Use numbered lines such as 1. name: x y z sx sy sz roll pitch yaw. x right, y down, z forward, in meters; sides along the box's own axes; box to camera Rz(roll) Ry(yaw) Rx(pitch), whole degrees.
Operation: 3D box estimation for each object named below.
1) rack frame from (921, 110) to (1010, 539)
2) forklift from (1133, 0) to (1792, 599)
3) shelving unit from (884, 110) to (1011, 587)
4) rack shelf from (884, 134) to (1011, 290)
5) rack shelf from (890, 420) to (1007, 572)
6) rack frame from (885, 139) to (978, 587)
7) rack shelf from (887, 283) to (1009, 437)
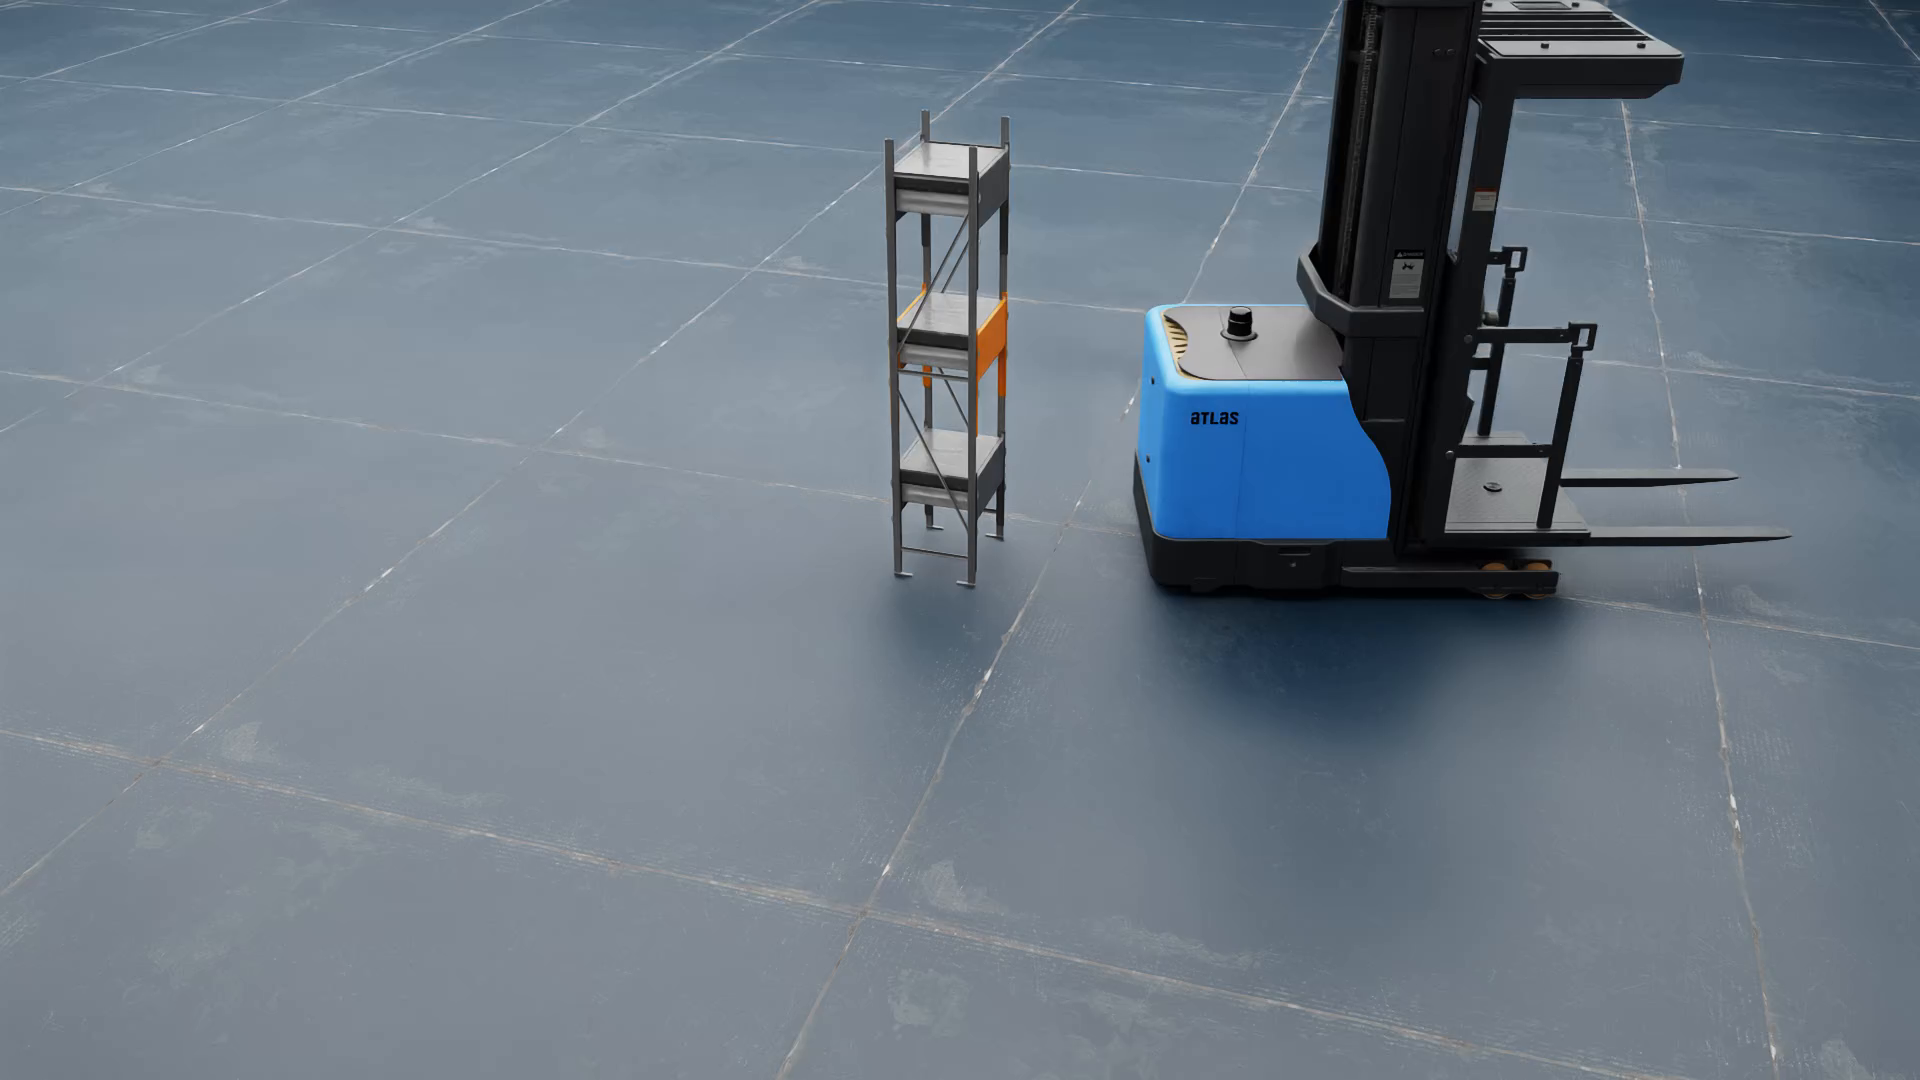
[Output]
1. rack frame: 0.023 -0.954 7.805 0.400 2.100 0.015 8 30 15
2. forklift: 2.405 -1.265 7.509 3.031 2.935 1.130 0 29 0
3. shelving unit: -0.049 -0.841 7.601 0.431 2.100 0.503 8 30 15
4. rack shelf: -0.049 -1.440 7.268 0.431 0.518 0.480 8 30 15
5. rack shelf: -0.049 -0.217 7.948 0.431 0.518 0.480 8 30 15
6. rack frame: -0.120 -0.727 7.397 0.400 2.100 0.015 8 30 15
7. rack shelf: -0.049 -0.829 7.608 0.431 0.518 0.480 8 30 15
